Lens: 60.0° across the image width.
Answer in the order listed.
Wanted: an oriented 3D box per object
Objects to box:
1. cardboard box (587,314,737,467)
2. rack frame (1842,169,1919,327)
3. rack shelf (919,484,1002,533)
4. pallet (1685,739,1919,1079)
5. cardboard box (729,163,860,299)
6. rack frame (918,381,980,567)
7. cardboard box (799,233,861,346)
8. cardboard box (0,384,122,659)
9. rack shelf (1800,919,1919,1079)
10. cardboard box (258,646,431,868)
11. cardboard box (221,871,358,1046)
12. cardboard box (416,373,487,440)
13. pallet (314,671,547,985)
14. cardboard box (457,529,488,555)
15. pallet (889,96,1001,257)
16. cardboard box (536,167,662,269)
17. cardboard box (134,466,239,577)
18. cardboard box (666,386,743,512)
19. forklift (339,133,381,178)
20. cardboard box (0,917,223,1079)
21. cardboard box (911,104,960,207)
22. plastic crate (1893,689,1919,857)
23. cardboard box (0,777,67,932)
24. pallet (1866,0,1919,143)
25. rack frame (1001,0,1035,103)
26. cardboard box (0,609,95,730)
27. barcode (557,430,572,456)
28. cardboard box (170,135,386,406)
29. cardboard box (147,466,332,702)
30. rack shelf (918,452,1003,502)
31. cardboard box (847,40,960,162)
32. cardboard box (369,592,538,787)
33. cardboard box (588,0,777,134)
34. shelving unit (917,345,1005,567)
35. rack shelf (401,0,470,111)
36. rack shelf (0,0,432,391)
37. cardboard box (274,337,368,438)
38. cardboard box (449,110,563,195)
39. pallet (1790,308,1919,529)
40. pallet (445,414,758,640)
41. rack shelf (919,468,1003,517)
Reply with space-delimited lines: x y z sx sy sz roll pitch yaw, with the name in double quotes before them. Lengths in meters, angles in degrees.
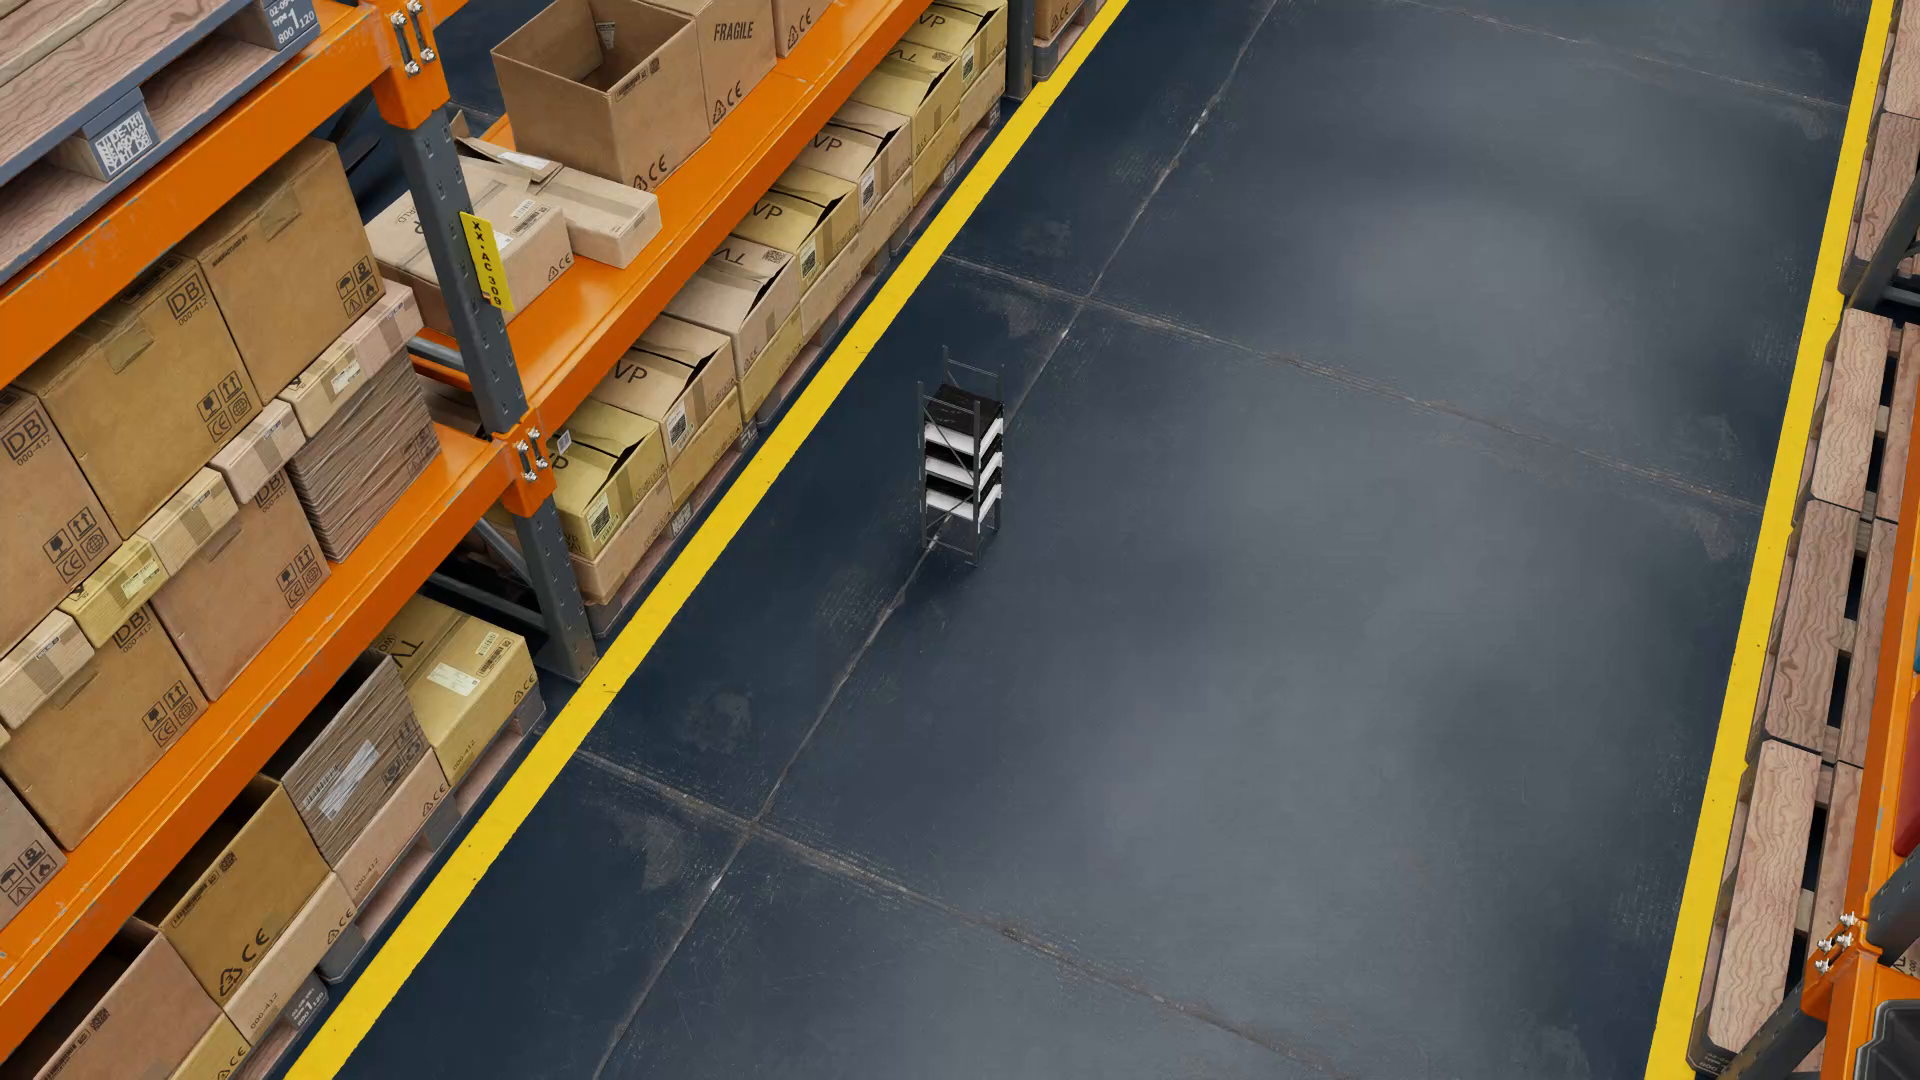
"cardboard box" -1.197 -0.618 6.282 0.500 0.311 0.500 19 52 16
"rack frame" 4.368 -1.784 6.114 1.000 3.000 0.127 20 52 16
"rack shelf" 0.003 -0.159 6.390 0.258 0.077 0.200 20 52 16
"pallet" 2.960 1.320 5.303 1.003 0.211 1.213 20 52 16
"cardboard box" -0.760 -1.334 6.892 0.500 0.311 0.500 21 53 17
"rack frame" -0.040 -0.227 6.168 0.240 0.900 0.006 20 52 16
"cardboard box" -0.765 -1.145 7.100 0.500 0.250 0.500 21 53 17
"cardboard box" -2.431 -0.096 3.760 0.700 0.500 0.500 20 52 16
"rack shelf" 1.805 2.580 2.872 1.077 0.370 4.000 20 52 16
"cardboard box" -2.042 0.599 5.123 0.500 0.500 0.500 20 52 16
"cardboard box" -2.241 1.191 5.112 0.500 0.250 0.500 20 52 16
"cardboard box" -1.904 -0.443 6.134 0.500 0.311 0.500 20 52 16
"pallet" -2.195 0.793 5.751 1.003 0.211 1.213 20 52 16
"cardboard box" -1.903 -0.269 6.354 0.500 0.250 0.500 19 52 16
"pallet" -0.496 -1.941 8.078 1.003 0.211 1.213 20 52 16
"cardboard box" -1.254 -1.106 5.702 0.380 0.149 0.250 20 52 16
"cardboard box" -2.068 -0.098 4.187 0.380 0.149 0.250 20 52 16
"cardboard box" -1.202 -0.438 6.498 0.500 0.250 0.500 21 53 17
"forklift" -3.113 -1.589 5.993 1.130 2.935 3.031 19 52 15
"cardboard box" -2.453 1.293 4.532 0.500 0.500 0.500 20 52 16
"cardboard box" -0.330 -1.846 7.696 0.500 0.250 0.500 19 52 16
"plastic crate" 2.590 0.516 4.114 0.402 0.464 0.583 20 52 16
"cardboard box" -2.657 0.694 3.940 0.700 0.500 0.500 21 53 17
"pallet" 5.190 -2.274 8.362 1.003 0.211 1.213 20 52 16
"rack frame" -0.109 -3.399 7.487 1.000 3.000 0.127 20 52 16
"cardboard box" -2.284 0.244 3.896 0.380 0.149 0.250 21 53 17
"barcode" -1.332 -0.328 5.597 0.001 0.075 0.075 20 52 16
"cardboard box" -2.002 -0.789 4.350 0.700 0.500 0.500 20 52 16
"cardboard box" -2.221 -0.004 4.533 0.700 0.500 0.500 19 52 16
"rack shelf" 0.003 -0.276 6.253 0.258 0.077 0.200 20 52 16
"cardboard box" -0.326 -2.025 7.480 0.500 0.311 0.500 19 52 16
"cardboard box" -1.818 0.501 5.699 0.500 0.250 0.500 20 52 16
"cardboard box" -1.036 -1.908 6.153 0.500 0.500 0.500 20 52 16
"shelving unit" 0.003 -0.297 6.227 0.258 0.900 0.210 20 52 16
"rack shelf" -0.963 -2.760 5.447 1.077 0.370 4.000 20 52 16
"rack shelf" -2.672 -0.006 3.103 1.077 0.370 4.000 20 52 16
"cardboard box" -1.848 -0.460 4.496 0.380 0.149 0.250 19 52 15
"cardboard box" -1.608 -1.266 5.761 0.396 0.266 0.258 19 52 15
"pallet" 4.002 -0.360 6.733 1.003 0.211 1.213 20 52 16
"pallet" -1.538 -0.261 6.648 1.003 0.211 1.213 20 52 16
"rack shelf" 0.003 -0.217 6.321 0.258 0.077 0.200 20 52 16
